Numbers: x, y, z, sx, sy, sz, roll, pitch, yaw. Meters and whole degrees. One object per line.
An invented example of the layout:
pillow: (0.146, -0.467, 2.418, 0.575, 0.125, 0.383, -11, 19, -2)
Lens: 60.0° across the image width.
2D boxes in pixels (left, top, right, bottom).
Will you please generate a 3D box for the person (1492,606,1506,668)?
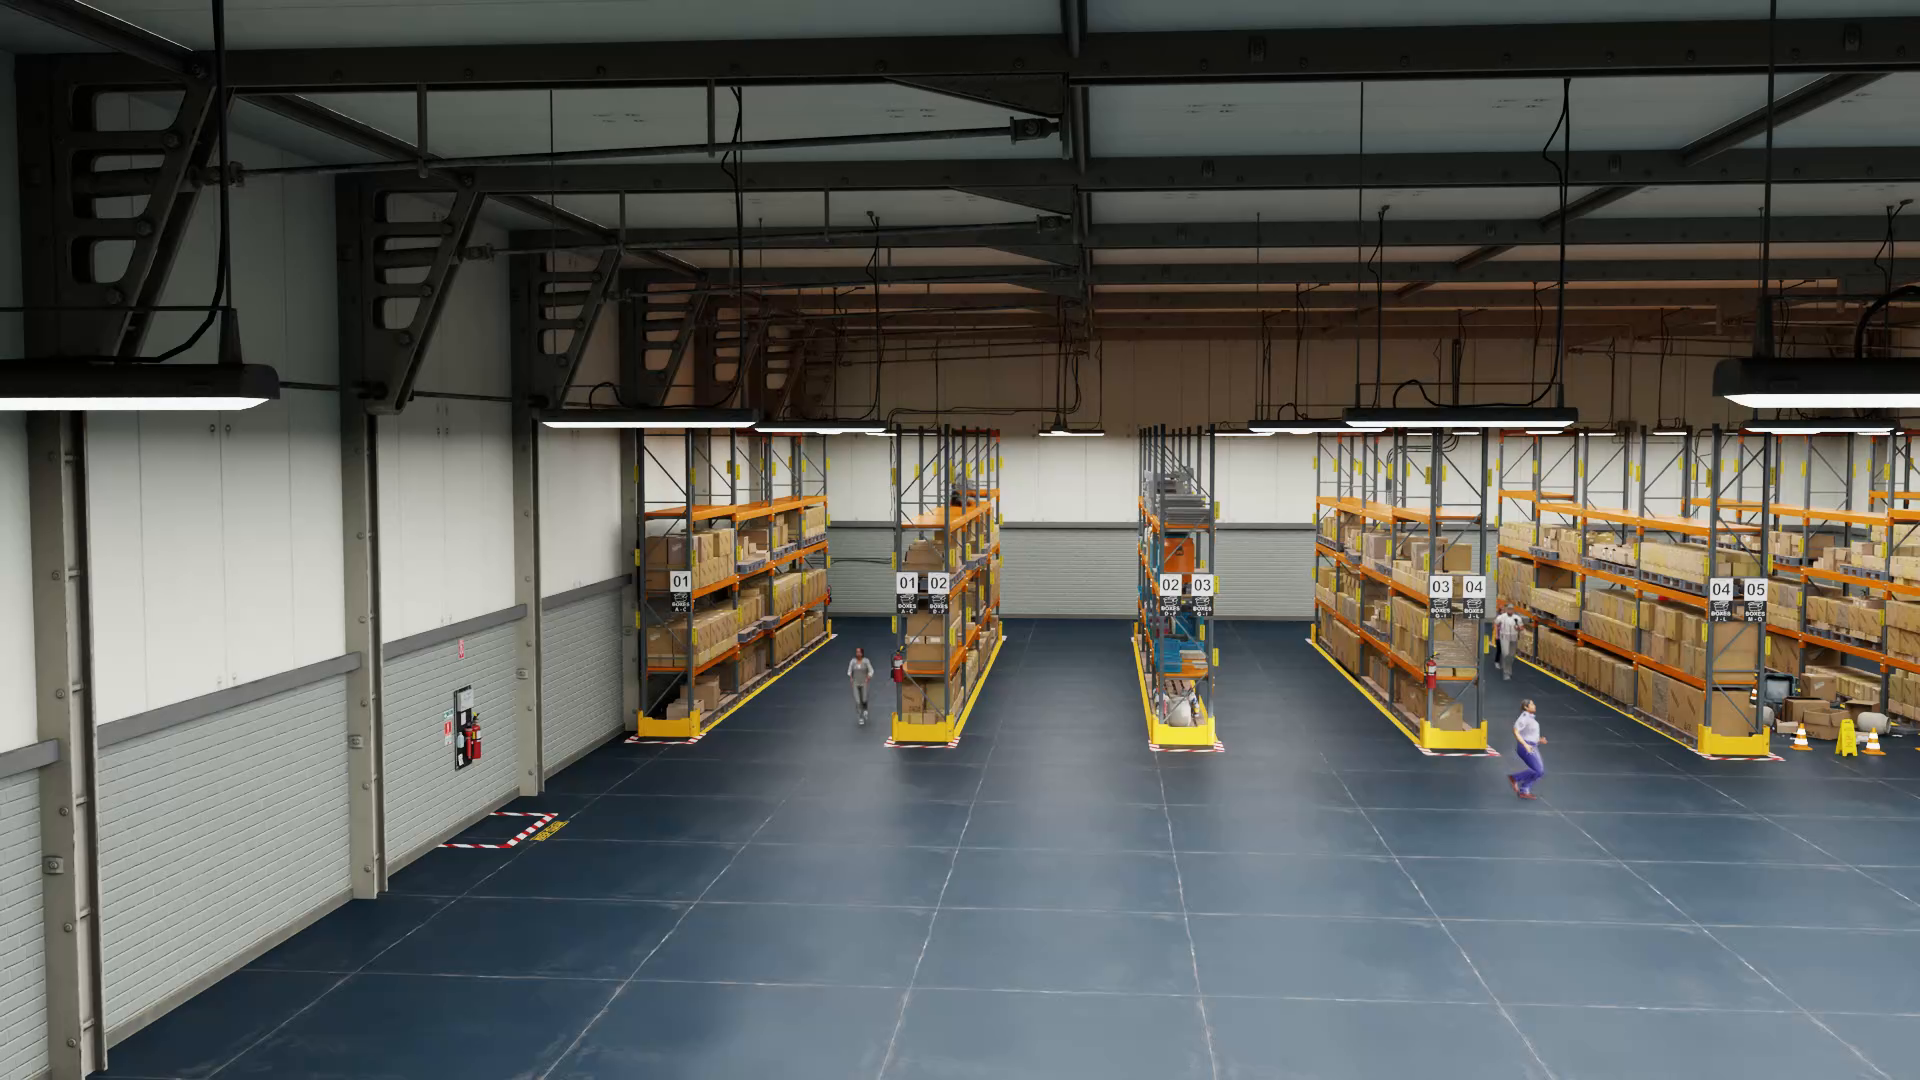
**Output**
person: (13.297, 2.425, 40.798, 0.531, 1.618, 0.805, 0, 3, 2)

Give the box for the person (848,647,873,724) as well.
person: (-2.003, 2.915, 33.326, 0.512, 1.554, 0.530, 0, 3, 1)

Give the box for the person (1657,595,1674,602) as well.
person: (19.964, 1.992, 47.248, 0.972, 1.700, 0.737, 1, 4, 17)

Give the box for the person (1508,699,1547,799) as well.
person: (9.030, 3.320, 26.418, 0.549, 1.602, 0.608, 2, 4, 28)

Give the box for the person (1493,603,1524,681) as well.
person: (13.137, 2.410, 39.792, 0.642, 1.834, 0.854, 0, 3, 4)
